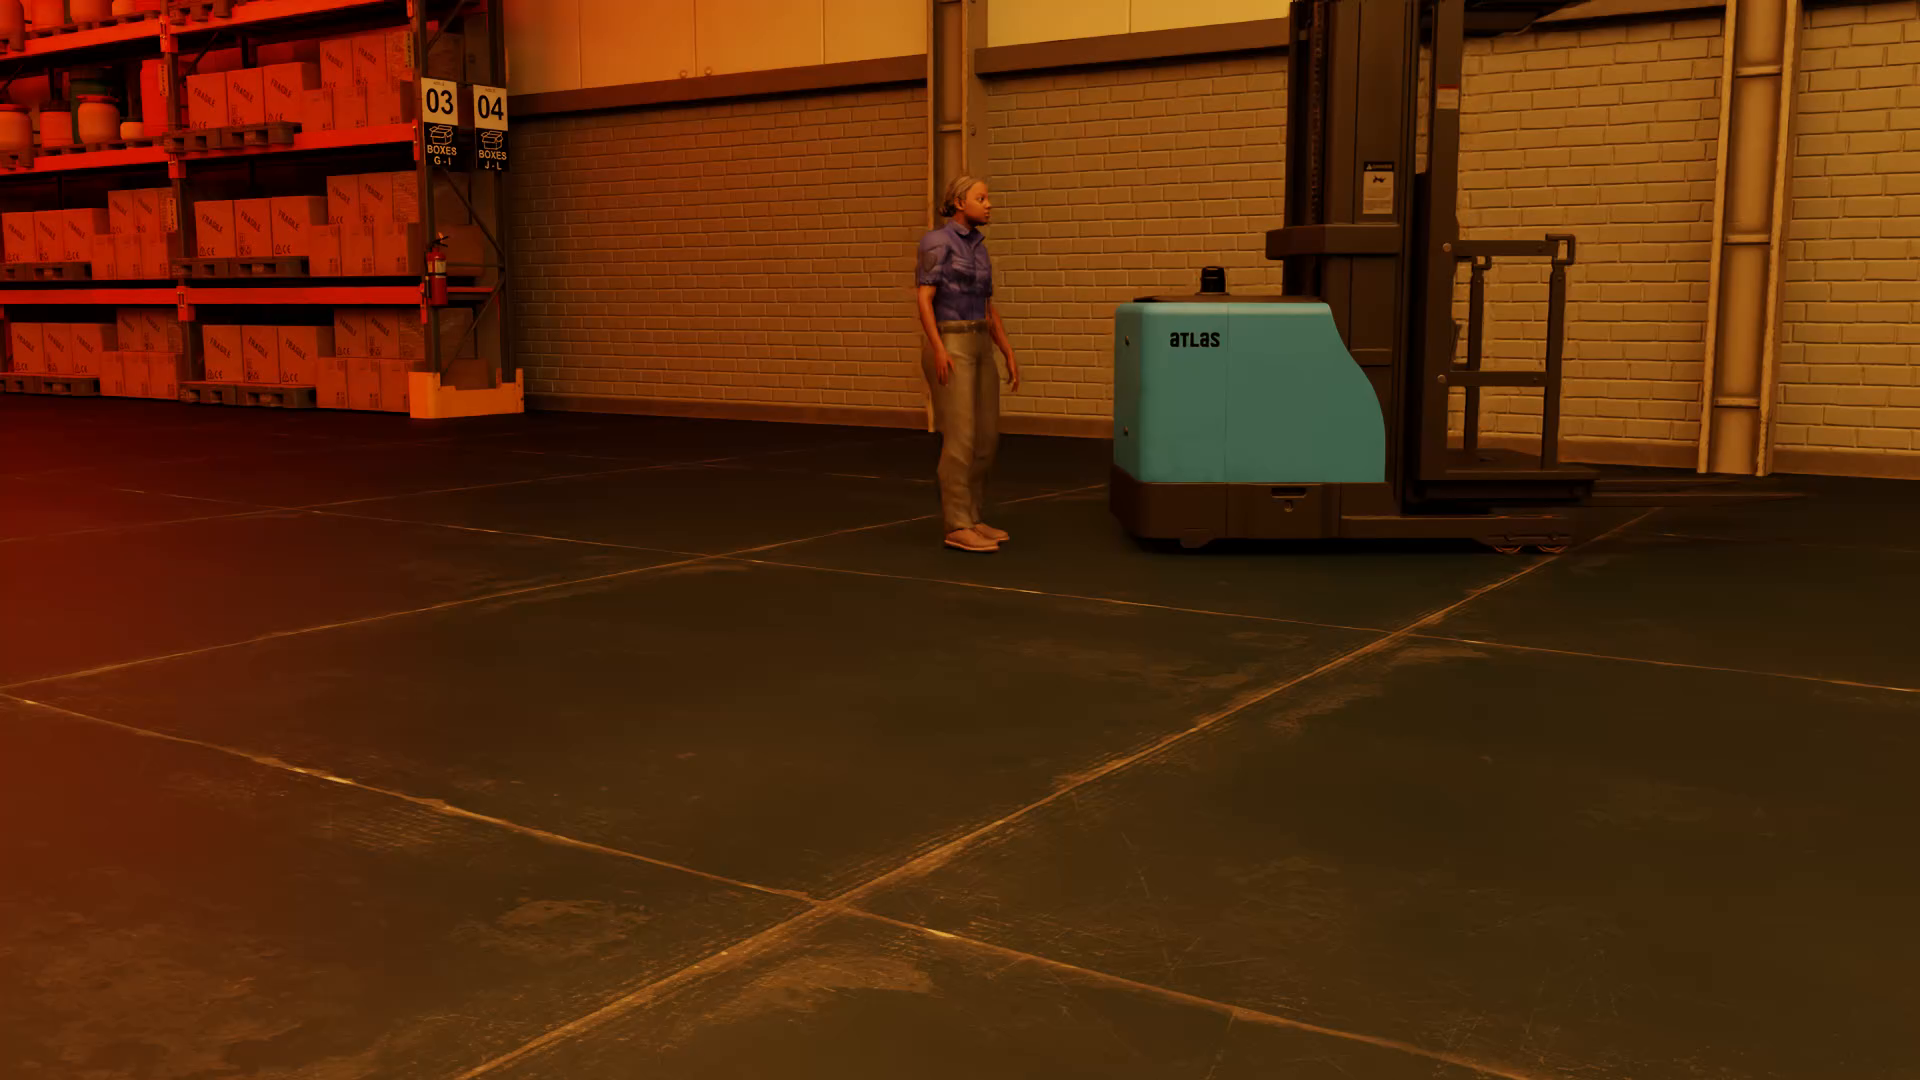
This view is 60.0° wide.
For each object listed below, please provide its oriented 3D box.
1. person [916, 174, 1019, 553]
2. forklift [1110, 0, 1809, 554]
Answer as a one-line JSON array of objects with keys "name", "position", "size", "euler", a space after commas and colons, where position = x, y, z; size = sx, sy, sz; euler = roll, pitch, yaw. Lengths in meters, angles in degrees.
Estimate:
[{"name": "person", "position": [0.098, -0.802, 7.444], "size": [0.501, 1.650, 0.626], "euler": [5, 10, 33]}, {"name": "forklift", "position": [2.256, -1.465, 7.498], "size": [3.031, 2.935, 1.130], "euler": [0, 8, -2]}]
